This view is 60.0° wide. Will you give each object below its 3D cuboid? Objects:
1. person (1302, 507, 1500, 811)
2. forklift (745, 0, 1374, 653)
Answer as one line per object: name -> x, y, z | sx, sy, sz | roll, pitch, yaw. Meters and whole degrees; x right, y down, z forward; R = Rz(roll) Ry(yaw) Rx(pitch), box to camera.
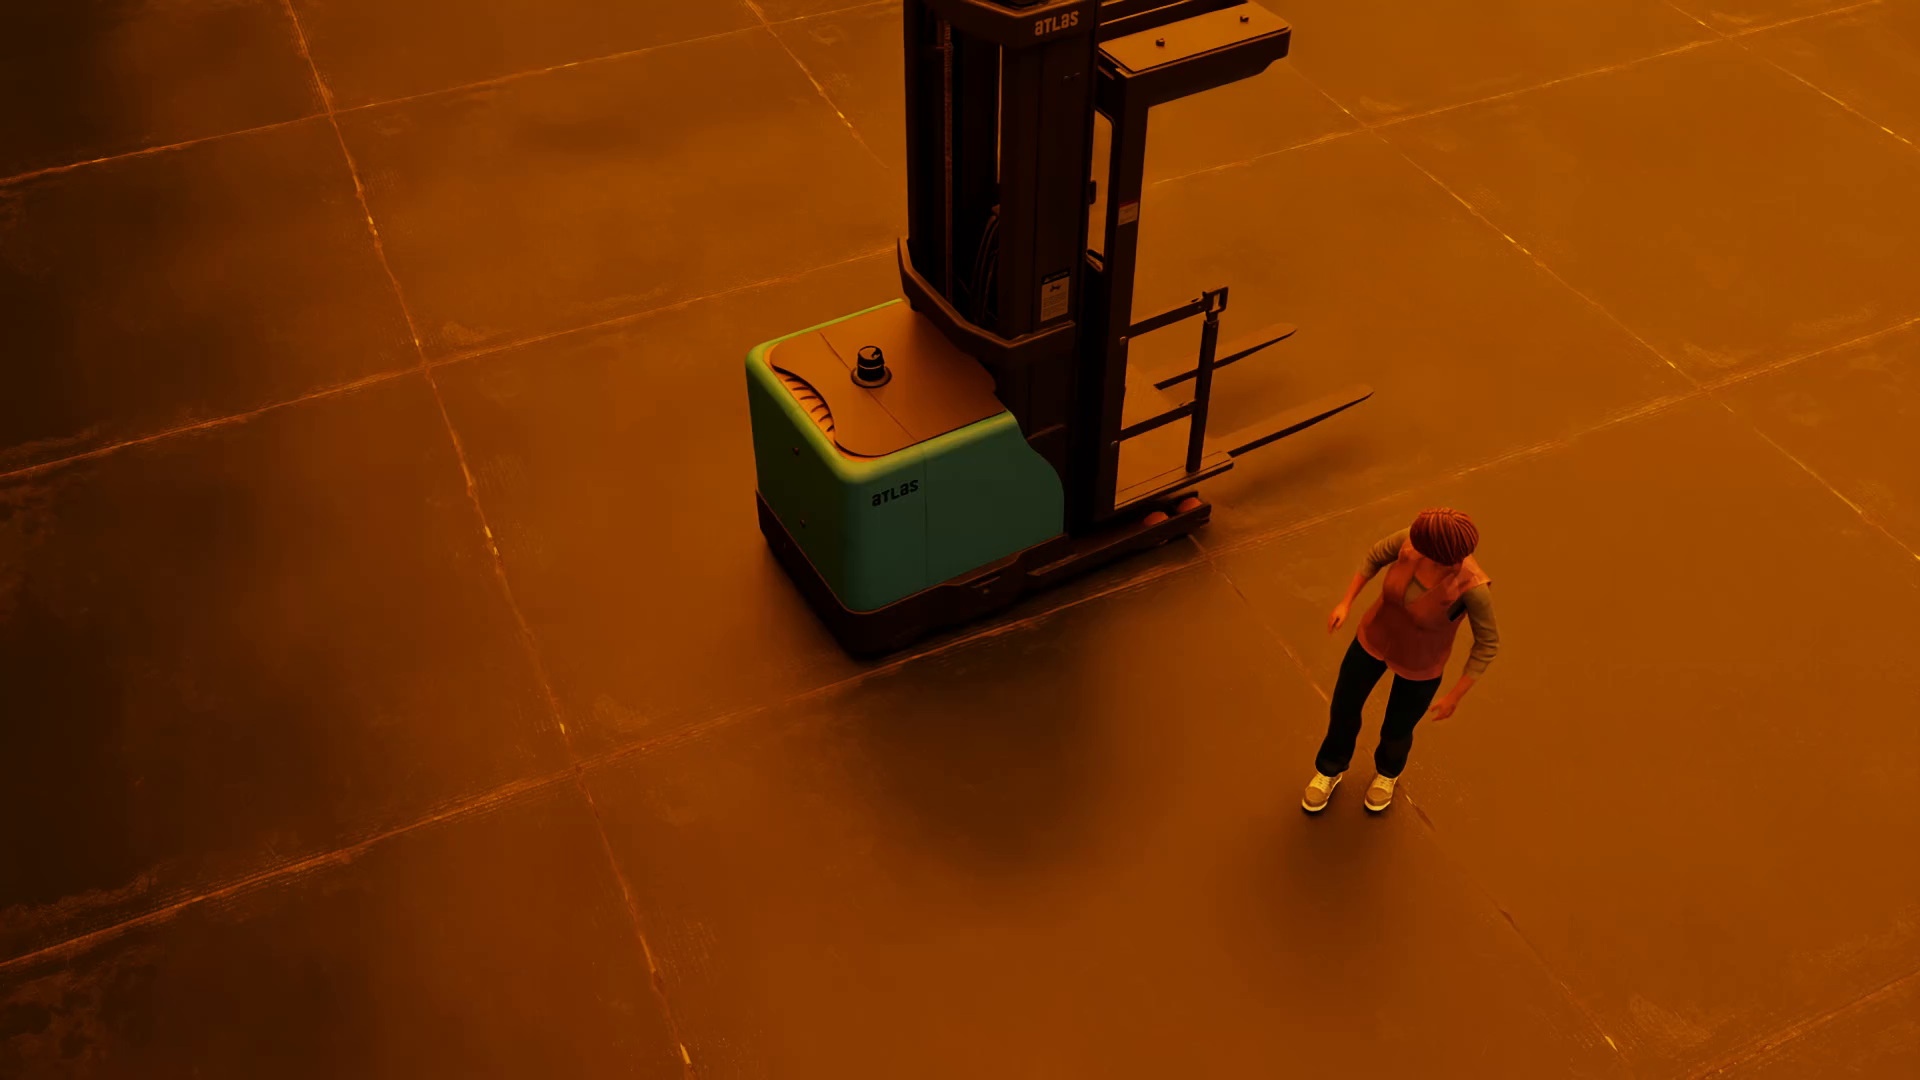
person -> 1.631, 0.463, 6.180 | 0.624, 1.579, 0.453 | 31, 51, 29
forklift -> 0.593, -1.331, 7.107 | 3.031, 2.935, 1.130 | -22, 47, -22
